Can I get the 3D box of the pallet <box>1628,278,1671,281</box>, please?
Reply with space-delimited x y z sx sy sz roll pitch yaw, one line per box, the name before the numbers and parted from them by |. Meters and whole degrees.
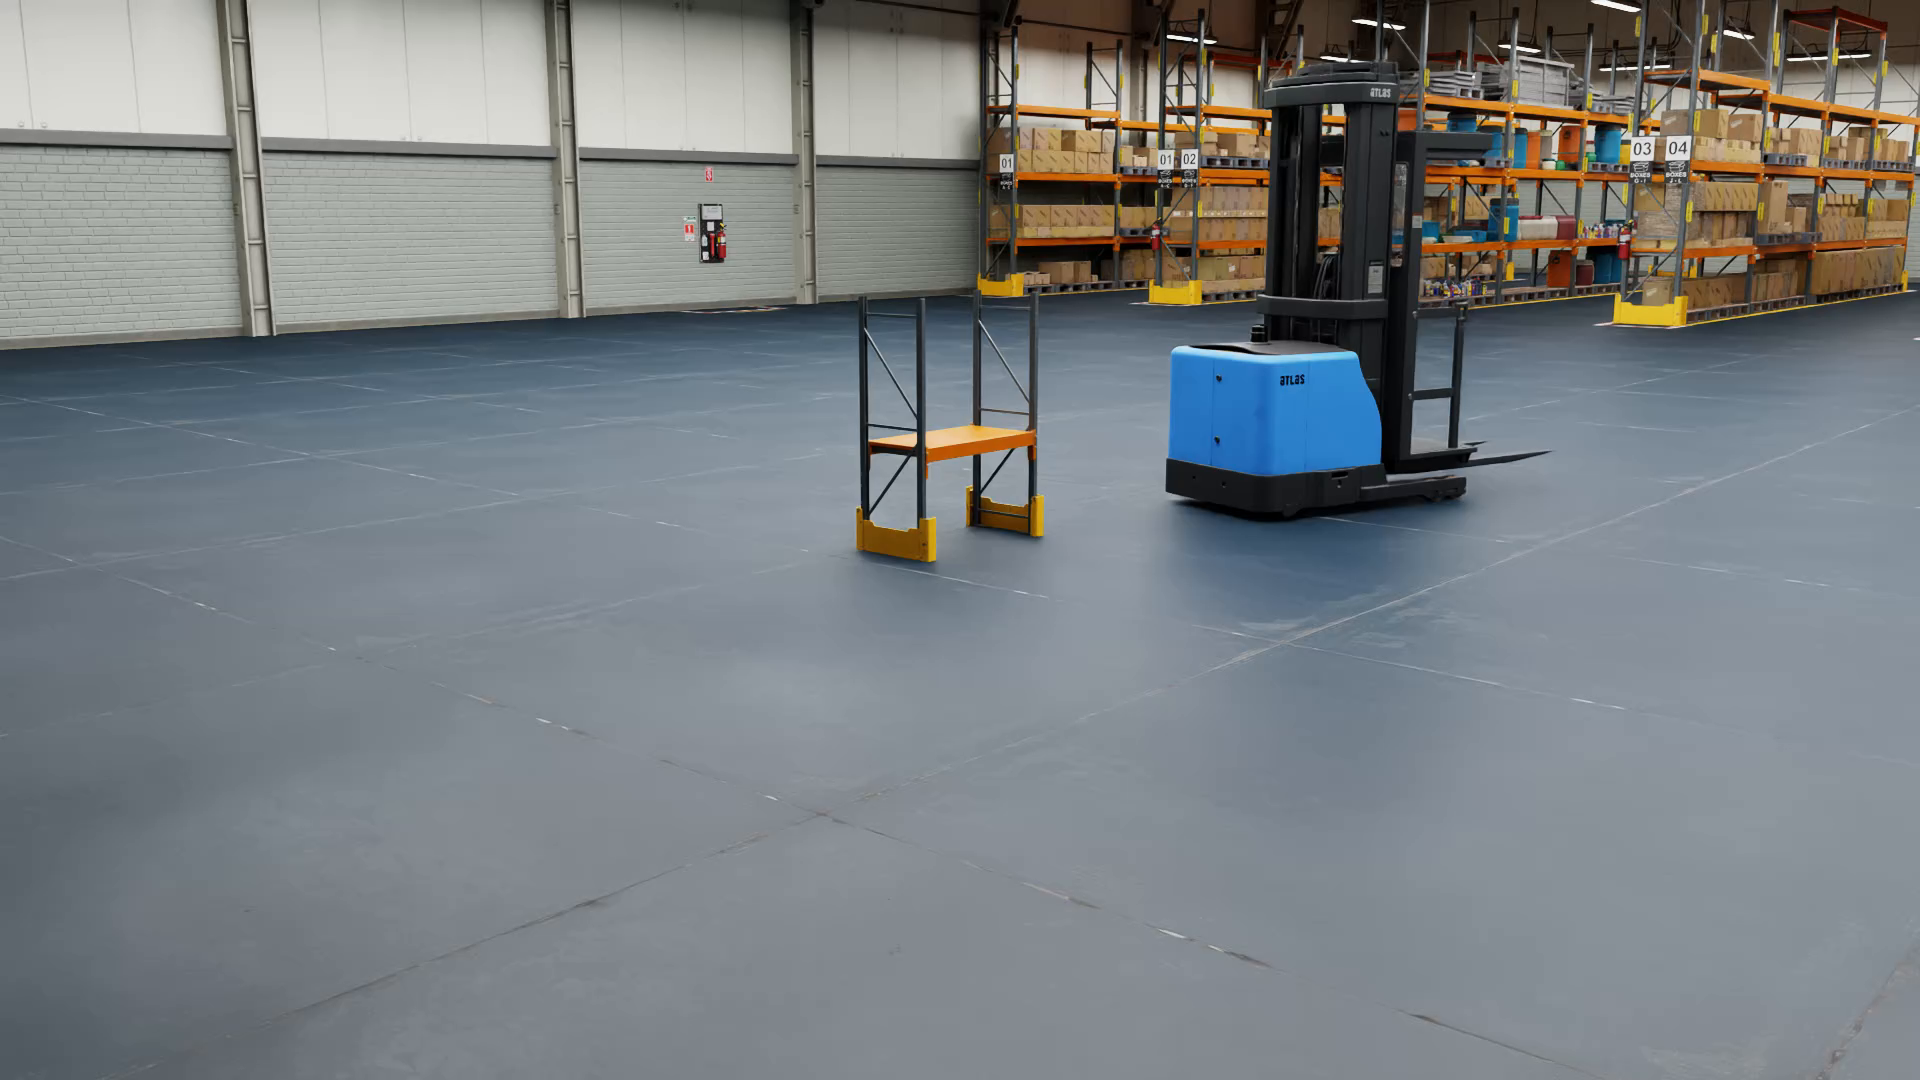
pallet | 17.510 -6.584 42.636 1.003 0.211 1.213 10 15 40

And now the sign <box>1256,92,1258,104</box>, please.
sign | 8.406 -12.492 46.989 0.100 0.325 0.005 10 15 40

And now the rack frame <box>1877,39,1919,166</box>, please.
rack frame | 22.609 -10.548 40.046 1.000 3.000 0.127 10 15 40

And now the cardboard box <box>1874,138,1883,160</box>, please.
cardboard box | 20.798 -8.994 38.341 0.700 0.500 0.500 11 16 43

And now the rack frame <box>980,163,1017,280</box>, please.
rack frame | 0.885 -7.173 38.467 1.000 3.000 0.127 10 15 40

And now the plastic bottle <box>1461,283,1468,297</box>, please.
plastic bottle | 10.308 -5.130 34.066 0.152 0.276 0.135 10 15 41

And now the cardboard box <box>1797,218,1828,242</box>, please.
cardboard box | 17.853 -6.514 34.912 0.500 0.500 0.500 10 15 42

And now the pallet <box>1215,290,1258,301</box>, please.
pallet | 5.887 -5.462 37.021 1.003 0.211 1.213 10 15 40

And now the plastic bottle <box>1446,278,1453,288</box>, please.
plastic bottle | 10.231 -5.314 34.797 0.144 0.351 0.185 10 15 40

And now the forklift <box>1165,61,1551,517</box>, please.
forklift | 2.944 -1.779 11.634 3.031 2.935 1.130 -7 13 -31

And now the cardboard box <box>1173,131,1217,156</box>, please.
cardboard box | 4.991 -8.413 35.325 0.637 0.503 0.797 -11 16 -44

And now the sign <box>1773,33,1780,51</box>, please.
sign | 15.083 -9.206 30.742 0.100 0.325 0.005 10 15 40

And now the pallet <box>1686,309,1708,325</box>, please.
pallet | 12.660 -4.011 29.752 1.003 0.211 1.213 10 15 40

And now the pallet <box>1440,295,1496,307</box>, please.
pallet | 10.493 -5.020 34.805 1.003 0.211 1.213 10 15 40

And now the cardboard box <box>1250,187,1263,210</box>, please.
cardboard box | 6.297 -7.593 37.000 0.700 0.500 0.500 10 15 40

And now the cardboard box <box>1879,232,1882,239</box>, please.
cardboard box | 21.102 -7.049 38.485 0.380 0.149 0.250 9 15 40

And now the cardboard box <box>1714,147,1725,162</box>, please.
cardboard box | 13.225 -6.836 29.502 0.500 0.250 0.500 10 15 40

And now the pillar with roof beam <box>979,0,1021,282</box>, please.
pillar with roof beam | 3.931 -9.773 36.168 9.100 9.000 0.548 10 15 40

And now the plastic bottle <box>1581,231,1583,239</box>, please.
plastic bottle | 14.233 -7.042 38.136 0.097 0.271 0.097 0 11 0

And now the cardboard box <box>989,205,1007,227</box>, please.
cardboard box | 1.036 -7.574 38.891 0.500 0.500 0.500 10 15 40

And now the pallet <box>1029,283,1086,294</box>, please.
pallet | 2.303 -6.110 40.266 1.003 0.211 1.213 10 15 40

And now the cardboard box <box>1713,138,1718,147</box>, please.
cardboard box | 13.118 -7.000 29.307 0.380 0.149 0.250 10 15 40

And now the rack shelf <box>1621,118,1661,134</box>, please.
rack shelf | 17.568 -10.345 41.888 1.077 0.370 4.000 10 15 40

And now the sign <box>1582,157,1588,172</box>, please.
sign | 14.026 -8.419 37.312 0.100 0.325 0.005 10 15 40

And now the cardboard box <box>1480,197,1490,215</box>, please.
cardboard box | 14.072 -9.099 45.299 0.500 0.500 0.500 10 15 42

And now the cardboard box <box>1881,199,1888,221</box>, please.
cardboard box | 21.148 -7.643 38.530 0.500 0.500 0.500 9 15 39

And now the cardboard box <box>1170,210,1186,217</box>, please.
cardboard box | 4.718 -6.981 35.594 0.380 0.149 0.250 9 15 39

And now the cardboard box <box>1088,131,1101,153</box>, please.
cardboard box | 3.043 -9.591 40.052 0.500 0.500 0.500 11 16 43

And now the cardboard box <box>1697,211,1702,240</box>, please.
cardboard box | 12.671 -5.613 29.642 0.875 0.500 0.500 10 15 40

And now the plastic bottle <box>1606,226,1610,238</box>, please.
plastic bottle | 15.296 -7.279 39.294 0.061 0.283 0.133 10 15 40

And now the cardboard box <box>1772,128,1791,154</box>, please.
cardboard box | 15.694 -7.763 32.426 0.797 0.503 0.637 11 15 43

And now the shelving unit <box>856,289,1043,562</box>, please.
shelving unit | -0.050 -0.724 10.008 0.587 1.500 1.083 10 15 40

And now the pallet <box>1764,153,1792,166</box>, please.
pallet | 15.175 -7.296 31.904 1.213 0.211 1.003 10 15 40

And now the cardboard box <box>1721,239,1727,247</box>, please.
cardboard box | 13.765 -5.429 30.374 0.380 0.149 0.250 10 15 40

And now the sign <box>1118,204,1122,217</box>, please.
sign | 3.938 -8.117 40.983 0.100 0.325 0.005 10 15 40

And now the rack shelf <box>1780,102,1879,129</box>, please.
rack shelf | 18.648 -9.116 35.736 1.077 0.370 4.000 10 15 40

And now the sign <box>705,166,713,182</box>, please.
sign | -5.004 -7.295 33.158 0.001 0.298 0.199 10 15 40

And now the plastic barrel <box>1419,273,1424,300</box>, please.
plastic barrel | 9.035 -5.059 33.160 0.421 0.512 0.421 0 11 0

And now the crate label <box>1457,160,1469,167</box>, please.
crate label | 9.811 -7.523 32.939 0.502 0.251 0.408 10 15 40

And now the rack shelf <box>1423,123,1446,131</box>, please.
rack shelf | 11.210 -10.397 42.151 1.077 0.370 4.000 10 15 40

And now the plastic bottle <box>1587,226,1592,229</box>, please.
plastic bottle | 15.159 -7.422 40.030 0.152 0.276 0.135 10 15 40

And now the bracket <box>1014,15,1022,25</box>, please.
bracket | 1.238 -12.110 38.678 0.235 0.232 0.430 10 15 40

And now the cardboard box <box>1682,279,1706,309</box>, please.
cardboard box | 13.268 -4.504 30.412 0.500 0.500 0.500 -10 15 -42

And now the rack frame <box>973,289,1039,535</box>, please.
rack frame | 0.279 -0.798 10.376 0.500 1.500 0.032 10 15 40

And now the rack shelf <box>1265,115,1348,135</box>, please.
rack shelf | 8.569 -9.809 39.205 1.077 0.370 4.000 10 15 40

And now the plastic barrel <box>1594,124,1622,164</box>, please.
plastic barrel | 15.236 -9.310 39.153 0.600 0.901 0.708 10 15 40

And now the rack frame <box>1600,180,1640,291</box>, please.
rack frame | 16.248 -7.658 40.893 1.000 3.000 0.127 10 15 40

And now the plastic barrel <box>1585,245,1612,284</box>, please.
plastic barrel | 15.409 -6.653 40.146 0.600 0.901 0.708 10 15 40

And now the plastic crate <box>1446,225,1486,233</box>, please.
plastic crate | 10.526 -6.390 34.703 0.767 0.338 0.504 10 15 40

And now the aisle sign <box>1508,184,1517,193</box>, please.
aisle sign | 15.445 -10.132 46.646 0.394 0.787 0.004 10 15 40
